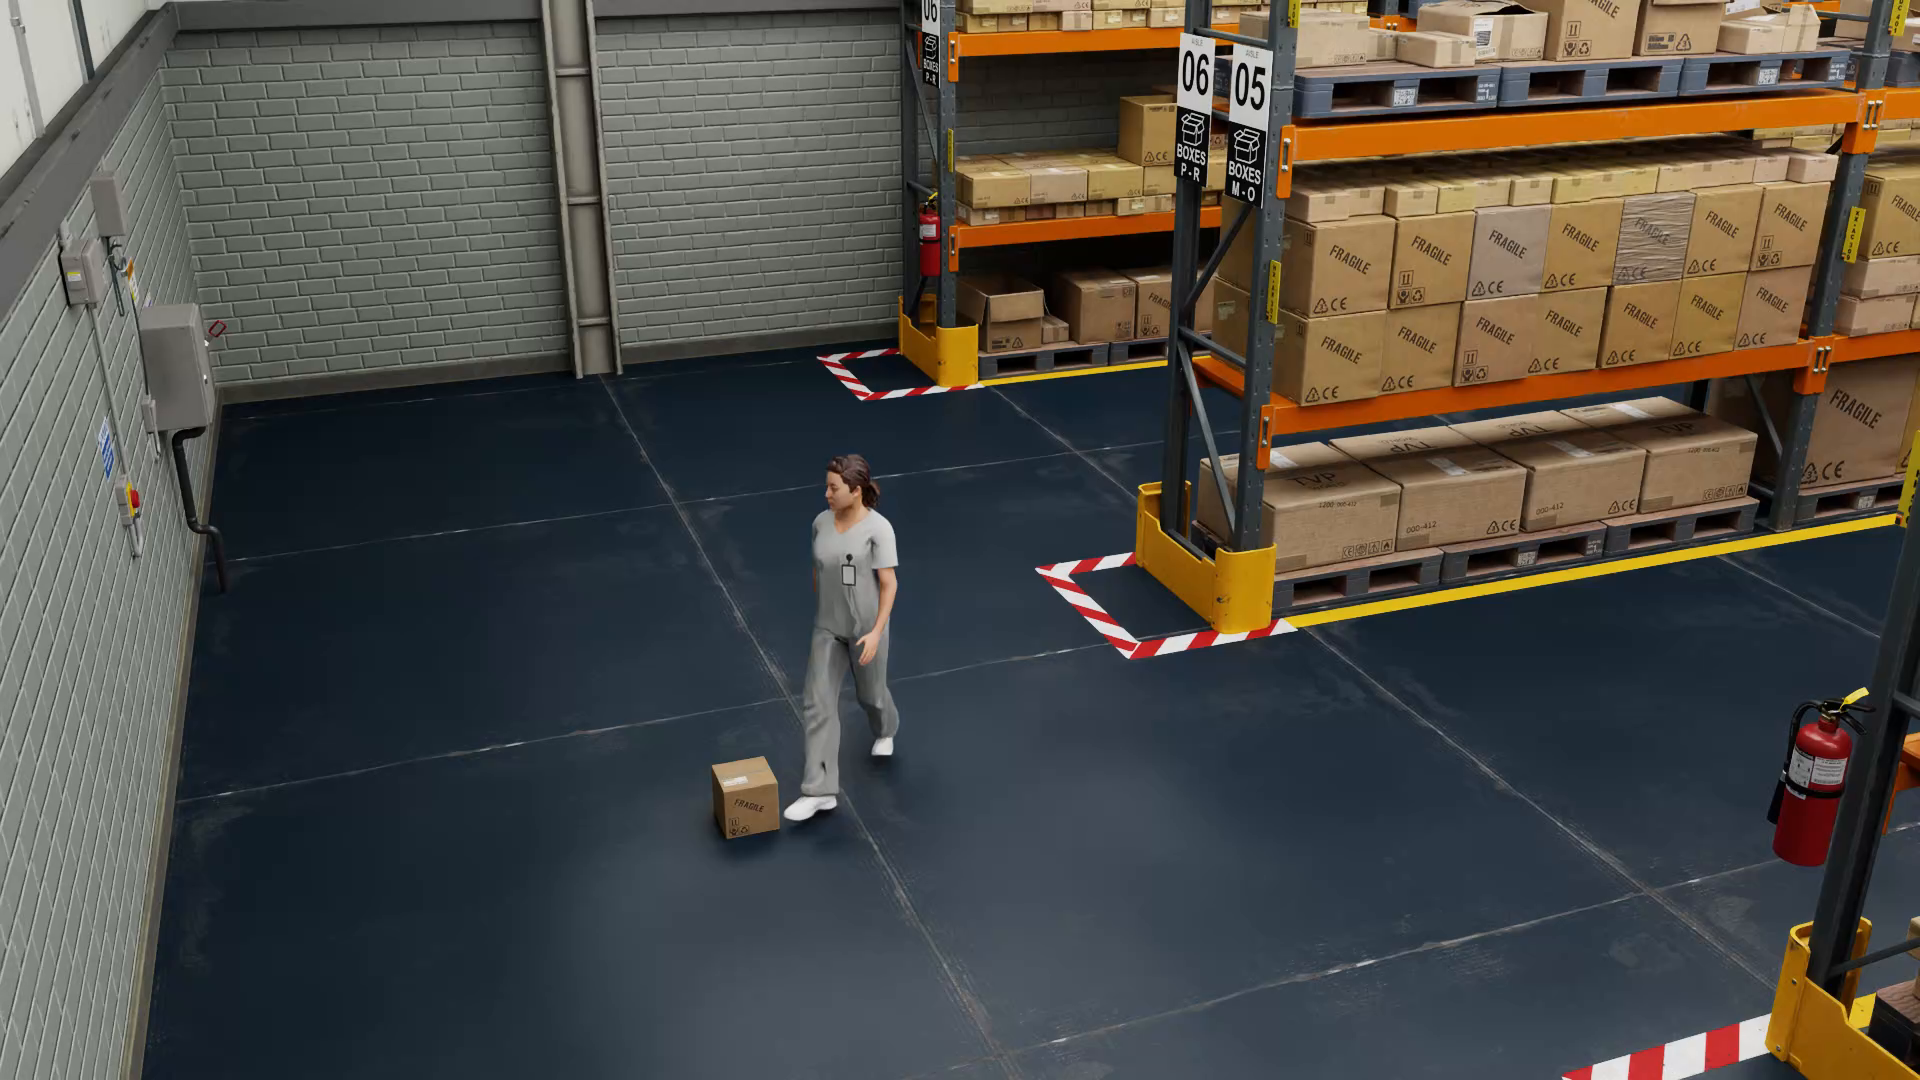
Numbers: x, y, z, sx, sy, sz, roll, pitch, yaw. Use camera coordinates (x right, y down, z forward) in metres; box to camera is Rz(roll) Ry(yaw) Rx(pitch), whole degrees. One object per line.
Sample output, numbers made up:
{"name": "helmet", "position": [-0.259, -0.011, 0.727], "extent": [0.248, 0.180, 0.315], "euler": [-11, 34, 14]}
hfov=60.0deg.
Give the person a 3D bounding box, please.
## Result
{"name": "person", "position": [-0.517, 0.415, 7.616], "extent": [0.487, 1.621, 0.944], "euler": [9, 24, 21]}
